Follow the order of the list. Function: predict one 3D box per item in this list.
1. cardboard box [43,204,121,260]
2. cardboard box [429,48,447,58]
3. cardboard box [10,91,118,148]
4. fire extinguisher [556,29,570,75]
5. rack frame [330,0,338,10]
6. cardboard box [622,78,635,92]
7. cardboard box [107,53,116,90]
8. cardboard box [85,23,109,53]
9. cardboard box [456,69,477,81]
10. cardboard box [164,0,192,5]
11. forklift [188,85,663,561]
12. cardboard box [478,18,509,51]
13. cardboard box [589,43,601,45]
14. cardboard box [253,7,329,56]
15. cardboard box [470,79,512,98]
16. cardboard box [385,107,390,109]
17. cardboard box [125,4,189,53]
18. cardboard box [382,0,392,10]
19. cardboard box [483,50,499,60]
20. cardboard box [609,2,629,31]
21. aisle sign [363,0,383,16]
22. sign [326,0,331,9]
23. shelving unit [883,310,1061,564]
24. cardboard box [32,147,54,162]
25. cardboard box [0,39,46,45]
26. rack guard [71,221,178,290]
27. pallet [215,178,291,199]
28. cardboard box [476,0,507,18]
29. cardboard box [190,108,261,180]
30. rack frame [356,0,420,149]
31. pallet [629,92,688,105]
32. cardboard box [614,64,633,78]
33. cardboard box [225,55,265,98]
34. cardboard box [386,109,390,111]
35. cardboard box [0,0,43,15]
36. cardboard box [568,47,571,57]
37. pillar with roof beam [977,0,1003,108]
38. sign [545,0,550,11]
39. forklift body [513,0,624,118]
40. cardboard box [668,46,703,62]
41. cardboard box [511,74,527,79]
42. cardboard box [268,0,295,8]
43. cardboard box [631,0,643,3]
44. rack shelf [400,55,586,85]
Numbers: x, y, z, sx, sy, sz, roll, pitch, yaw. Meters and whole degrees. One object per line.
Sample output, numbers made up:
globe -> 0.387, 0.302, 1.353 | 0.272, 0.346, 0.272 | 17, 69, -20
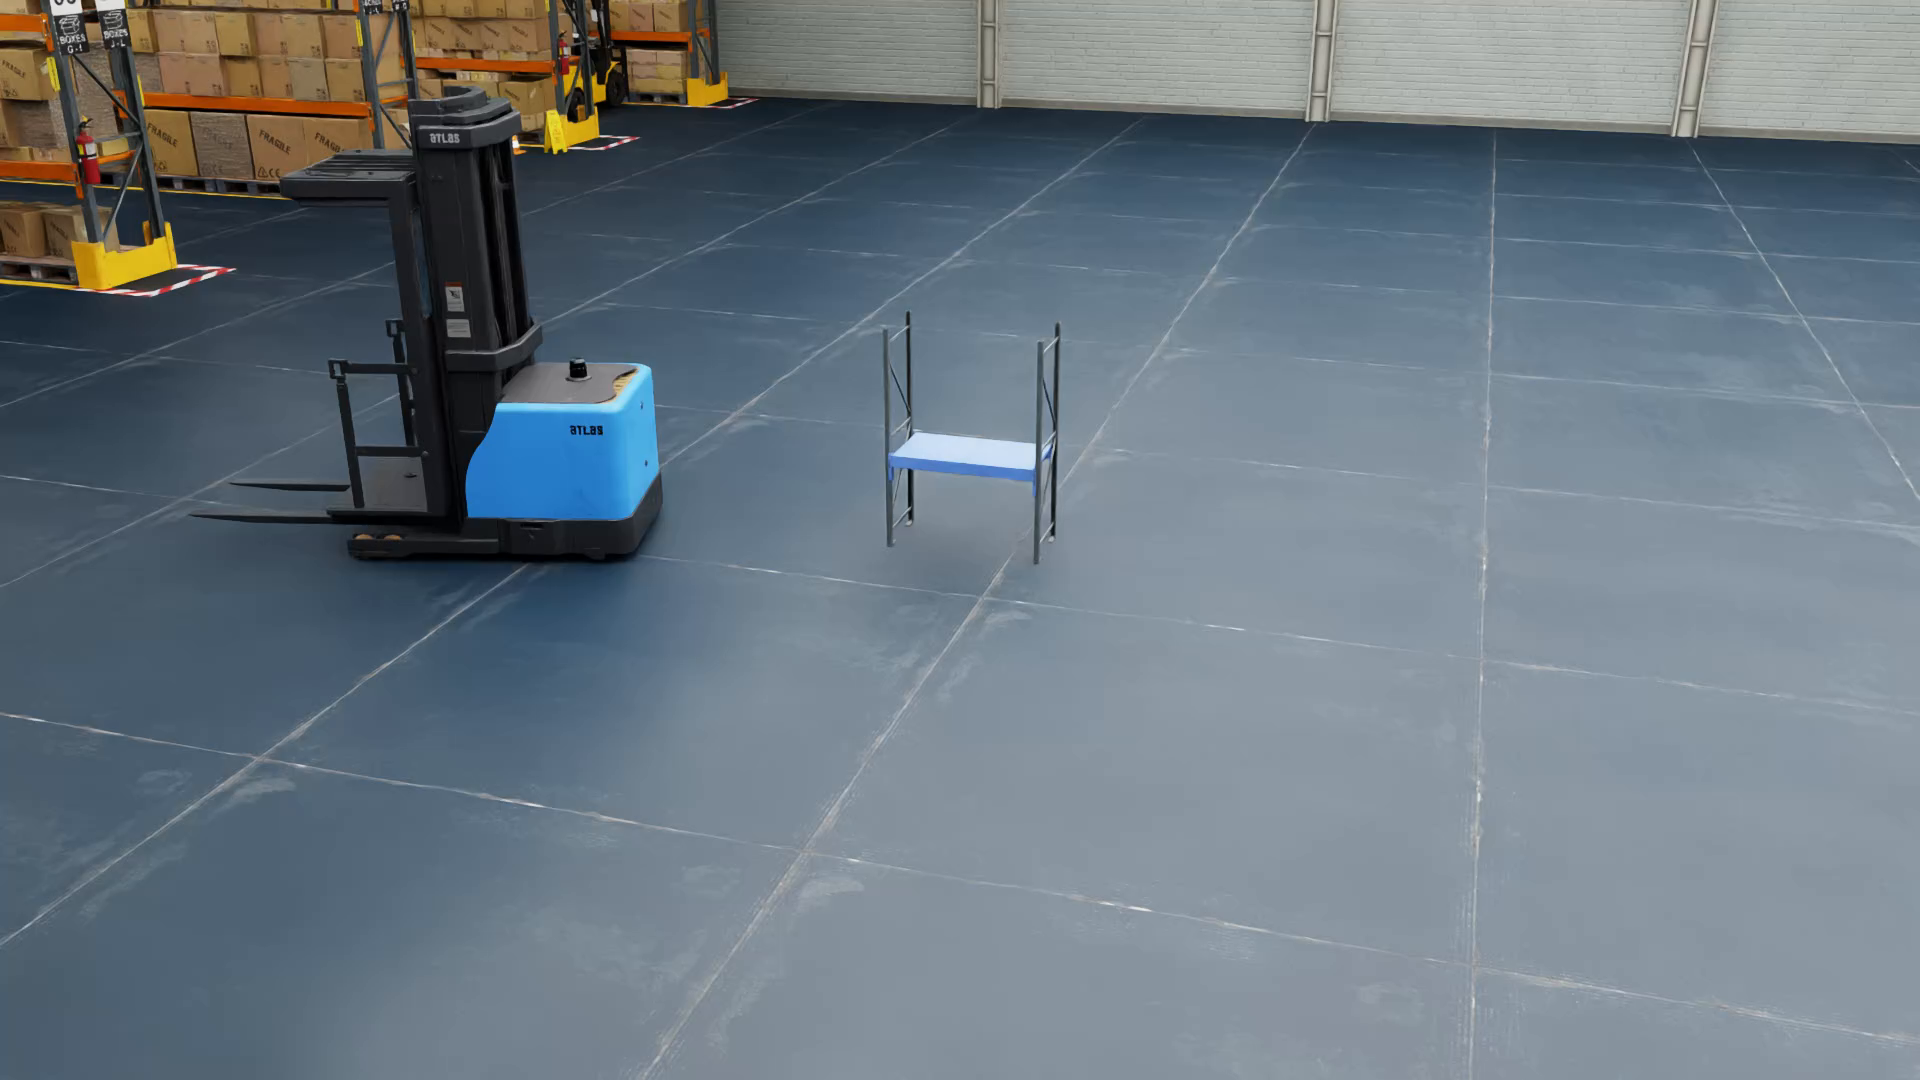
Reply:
cardboard box -> -9.674, -3.392, 18.328 | 0.500, 0.500, 0.500 | 11, 25, 25
cardboard box -> -8.368, -7.891, 26.885 | 0.250, 0.149, 0.380 | 6, 23, 15
cardboard box -> -9.600, -4.534, 17.848 | 0.500, 0.500, 0.875 | 7, 23, 16
fire extinguisher -> -6.242, -7.665, 26.105 | 0.183, 0.674, 0.296 | 7, 23, 16
rack frame -> -10.048, -8.319, 27.599 | 0.127, 3.000, 1.000 | 7, 23, 16
cardboard box -> -6.279, -8.659, 31.498 | 0.500, 0.250, 0.500 | 7, 23, 16
cardboard box -> -11.958, -6.516, 23.071 | 0.500, 0.500, 0.500 | 6, 23, 15
cardboard box -> -11.858, -7.071, 23.106 | 0.500, 0.500, 0.700 | 6, 23, 15
cardboard box -> -7.923, -7.517, 26.870 | 0.250, 0.149, 0.380 | 8, 23, 18
cardboard box -> -13.013, -8.948, 28.054 | 0.500, 0.500, 0.500 | 8, 24, 18
forklift -> -3.627, -1.419, 10.868 | 3.031, 2.935, 1.130 | 1, 22, 2
cardboard box -> -7.296, -8.080, 26.493 | 0.500, 0.500, 0.500 | 7, 23, 16
cardboard box -> -7.121, -9.414, 32.019 | 0.500, 0.250, 0.500 | 7, 23, 16
cardboard box -> -8.946, -6.832, 22.353 | 0.550, 0.550, 0.875 | 7, 23, 16
cardboard box -> -7.562, -7.199, 26.949 | 0.500, 0.500, 0.500 | 7, 23, 17
cardboard box -> -9.561, -7.425, 27.501 | 0.500, 0.500, 0.500 | 8, 24, 18
cardboard box -> -11.038, -7.026, 22.825 | 0.550, 0.550, 0.875 | 7, 23, 16
cardboard box -> -9.207, -8.775, 26.868 | 0.500, 0.500, 0.700 | 7, 23, 16
cardboard box -> -7.407, -7.768, 26.587 | 0.250, 0.149, 0.380 | 7, 23, 16
cardboard box -> -6.320, -9.806, 31.091 | 0.500, 0.500, 0.500 | 6, 23, 14
aisle sign -> -7.571, -7.157, 21.340 | 0.004, 0.787, 0.394 | 7, 23, 16
sign -> -10.205, -8.653, 26.886 | 0.005, 0.325, 0.100 | 7, 23, 16
shelving unit -> 0.082, -0.685, 10.963 | 1.048, 1.500, 0.538 | 7, 23, 16
cardboard box -> -9.653, -4.148, 17.760 | 0.250, 0.149, 0.380 | 7, 23, 16
cardboard box -> -10.006, -5.143, 18.015 | 0.500, 0.500, 0.500 | 7, 23, 16
rack guard -> -9.154, -3.132, 18.246 | 0.348, 0.500, 1.175 | 7, 23, 16
pallet -> -9.504, -4.975, 23.119 | 1.213, 0.211, 1.003 | 7, 23, 15
cardboard box -> -7.253, -8.562, 26.349 | 0.500, 0.500, 0.700 | 7, 23, 16
cardboard box -> -9.935, -5.529, 23.043 | 0.875, 0.875, 0.875 | 7, 23, 16
rack frame -> -7.552, -6.071, 22.118 | 0.127, 3.000, 1.000 | 7, 23, 16
pallet -> -5.533, -8.463, 31.624 | 1.213, 0.211, 1.003 | 7, 23, 16
cardboard box -> -6.322, -8.886, 31.390 | 0.500, 0.250, 0.500 | 6, 23, 14
cardboard box -> -9.472, -6.367, 22.642 | 0.500, 0.550, 0.875 | 7, 23, 16
cardboard box -> -9.561, -7.078, 27.644 | 0.500, 0.250, 0.500 | 5, 23, 13
cardboard box -> -9.616, -5.559, 17.115 | 0.500, 0.250, 0.500 | 7, 23, 17
cardboard box -> -6.484, -7.877, 26.851 | 0.250, 0.149, 0.380 | 7, 23, 16
pillar with roof beam -> -0.694, -10.642, 25.356 | 0.400, 9.000, 9.100 | 7, 23, 16
sign -> -6.398, -8.363, 25.764 | 0.005, 0.325, 0.100 | 7, 23, 16
forklift body -> -7.131, -8.837, 29.979 | 1.214, 2.155, 2.313 | 7, 23, 16
cardboard box -> -5.194, -9.191, 31.476 | 0.500, 0.250, 0.500 | 6, 23, 15
cardboard box -> -7.436, -7.397, 27.432 | 0.500, 0.500, 0.500 | 6, 23, 14
cardboard box -> -11.032, -8.718, 27.495 | 0.500, 0.500, 0.500 | 7, 23, 16
cardboard box -> -5.919, -10.066, 30.871 | 0.250, 0.149, 0.380 | 6, 23, 15
rack shelf -> -8.133, -7.767, 27.201 | 4.000, 0.370, 1.077 | 7, 23, 16
